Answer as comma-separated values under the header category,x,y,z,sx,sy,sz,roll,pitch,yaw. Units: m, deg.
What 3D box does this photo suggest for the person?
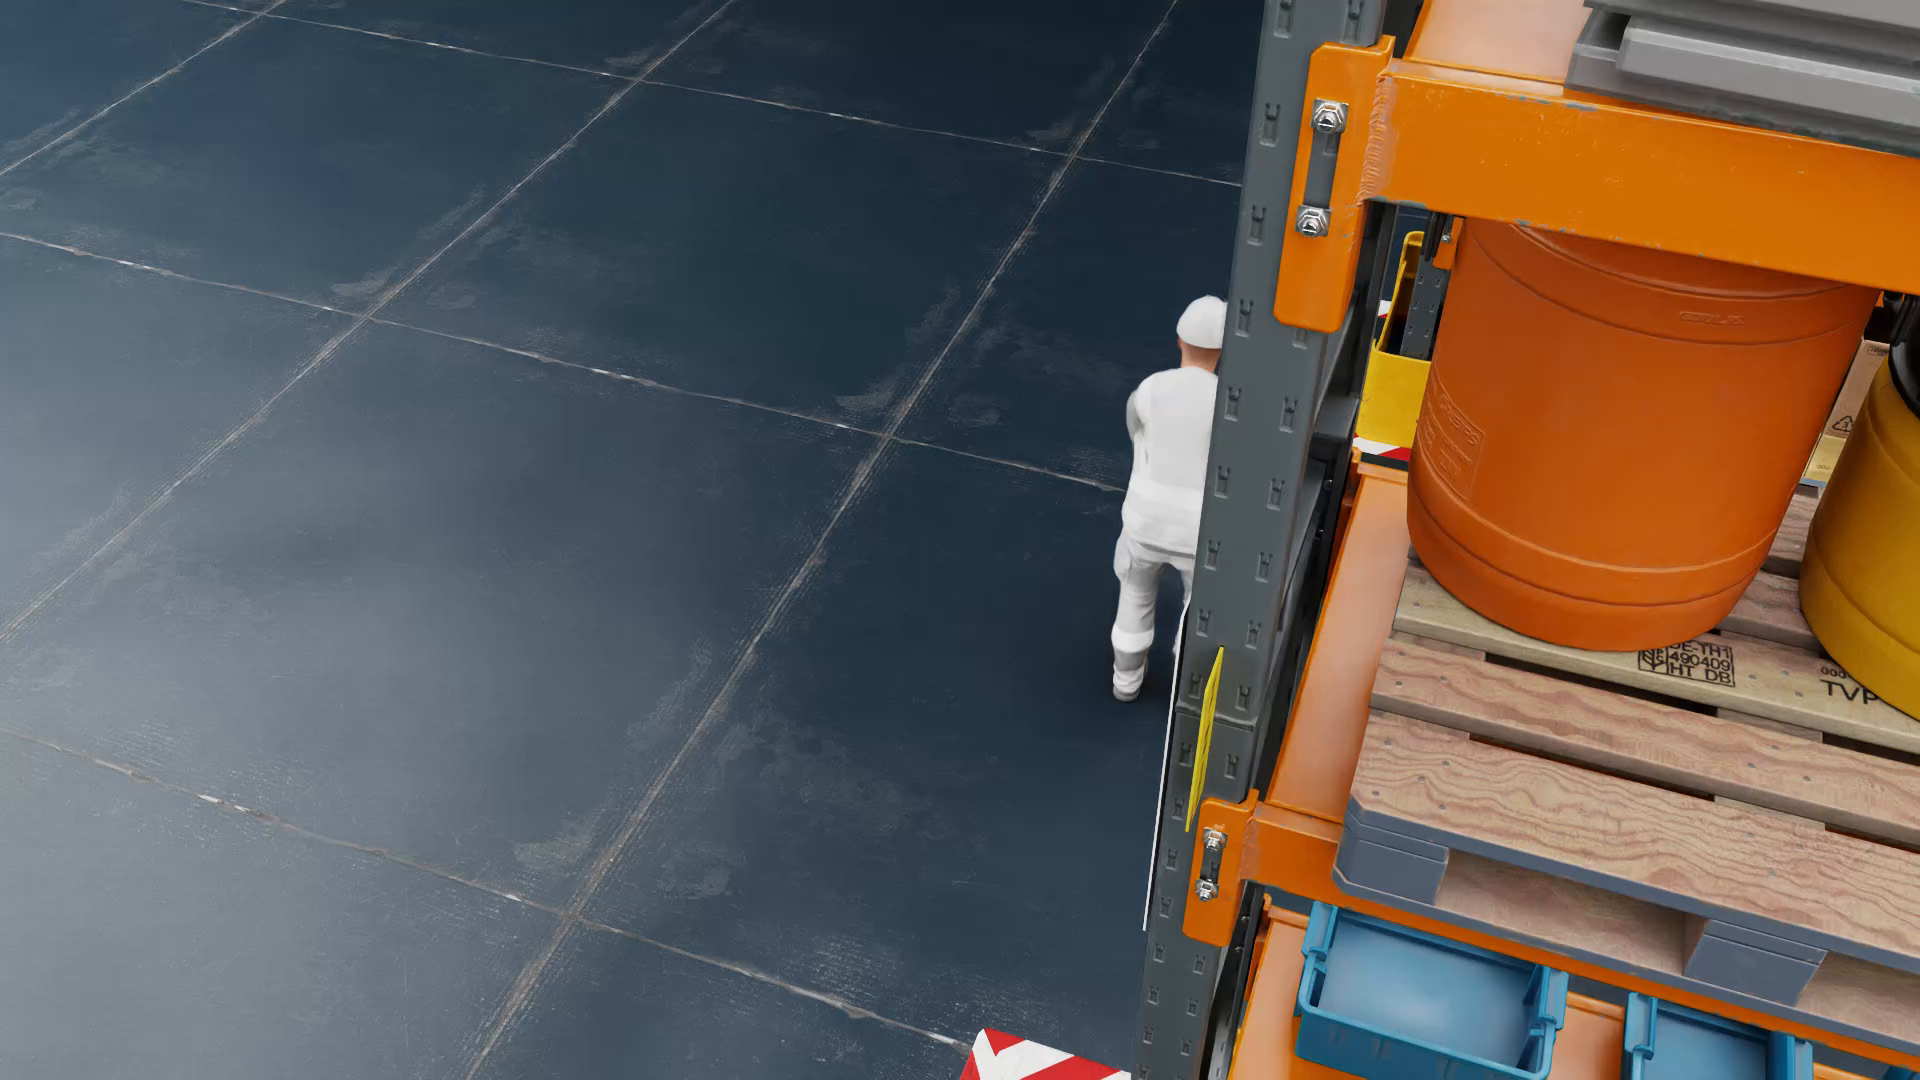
category,x,y,z,sx,sy,sz,roll,pitch,yaw
person,0.837,-0.106,6.309,0.486,1.724,0.604,13,43,14
